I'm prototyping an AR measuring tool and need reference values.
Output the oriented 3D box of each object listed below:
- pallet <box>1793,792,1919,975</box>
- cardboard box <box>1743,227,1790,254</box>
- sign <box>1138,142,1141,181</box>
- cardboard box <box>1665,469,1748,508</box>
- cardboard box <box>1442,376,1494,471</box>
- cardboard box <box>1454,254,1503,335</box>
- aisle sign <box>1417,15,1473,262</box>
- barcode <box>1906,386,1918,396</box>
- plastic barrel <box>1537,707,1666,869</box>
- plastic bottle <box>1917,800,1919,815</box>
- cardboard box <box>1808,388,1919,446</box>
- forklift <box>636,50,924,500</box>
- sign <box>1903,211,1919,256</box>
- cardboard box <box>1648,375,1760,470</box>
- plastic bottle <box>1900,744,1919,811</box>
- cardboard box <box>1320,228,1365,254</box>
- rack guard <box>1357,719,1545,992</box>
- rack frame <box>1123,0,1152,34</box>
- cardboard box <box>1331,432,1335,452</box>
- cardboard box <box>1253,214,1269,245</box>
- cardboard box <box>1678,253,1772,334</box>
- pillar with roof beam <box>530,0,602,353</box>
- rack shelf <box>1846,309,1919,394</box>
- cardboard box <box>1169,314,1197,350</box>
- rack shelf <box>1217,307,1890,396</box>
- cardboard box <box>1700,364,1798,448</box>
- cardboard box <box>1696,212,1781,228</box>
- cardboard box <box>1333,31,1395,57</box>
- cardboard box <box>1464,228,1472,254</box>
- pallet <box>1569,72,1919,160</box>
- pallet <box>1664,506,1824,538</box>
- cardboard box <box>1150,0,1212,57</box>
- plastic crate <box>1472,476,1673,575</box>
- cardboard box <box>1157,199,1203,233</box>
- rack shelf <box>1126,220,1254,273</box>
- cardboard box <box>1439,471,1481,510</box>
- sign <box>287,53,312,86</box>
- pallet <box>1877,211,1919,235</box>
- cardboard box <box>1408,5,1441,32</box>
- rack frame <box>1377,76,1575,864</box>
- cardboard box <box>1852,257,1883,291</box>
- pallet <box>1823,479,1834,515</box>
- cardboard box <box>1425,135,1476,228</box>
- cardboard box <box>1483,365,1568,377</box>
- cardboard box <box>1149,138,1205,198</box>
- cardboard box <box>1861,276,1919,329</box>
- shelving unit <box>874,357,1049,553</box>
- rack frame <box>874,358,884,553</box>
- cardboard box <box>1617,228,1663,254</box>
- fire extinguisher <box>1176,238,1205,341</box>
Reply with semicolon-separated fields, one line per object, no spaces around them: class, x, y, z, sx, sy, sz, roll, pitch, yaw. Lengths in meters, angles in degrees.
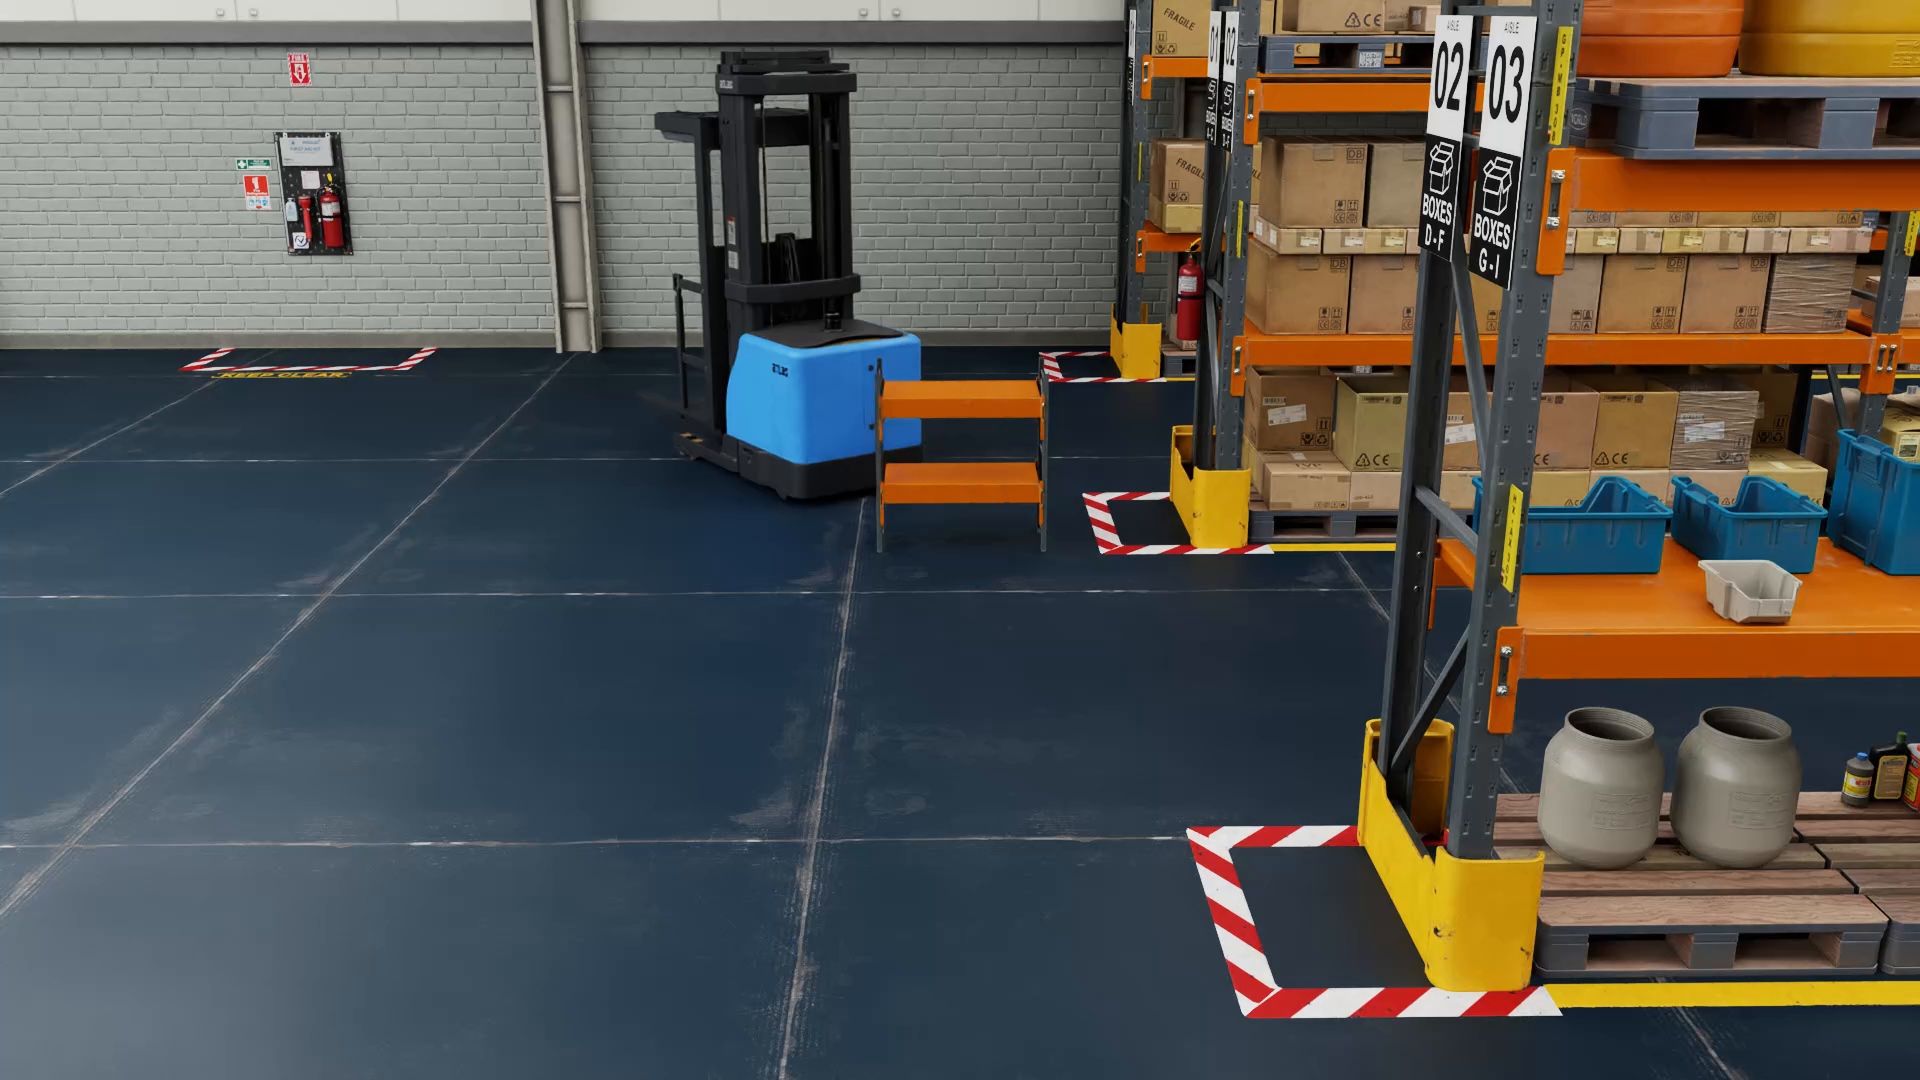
pallet;3.825;1.265;6.260;1.213;0.211;1.003;0;18;-1
cardboard box;4.868;-1.860;10.211;0.250;0.149;0.380;-1;18;-2
sign;1.573;-3.313;14.549;0.005;0.325;0.100;0;18;-1
cardboard box;4.685;-0.396;10.684;0.500;0.250;0.500;0;18;-1
cardboard box;3.185;-0.746;10.548;0.500;0.500;0.500;0;18;-1
cardboard box;3.134;-1.605;10.475;0.500;0.500;0.700;0;18;0
aisle sign;1.644;-1.369;5.650;0.004;0.787;0.394;0;18;-1
barcode;5.907;-0.924;10.317;0.075;0.075;0.001;0;18;-1
plastic barrel;2.377;0.917;6.164;0.421;0.512;0.421;0;18;0
plastic bottle;3.804;0.940;6.434;0.133;0.283;0.061;0;18;-1
cardboard box;6.046;-0.820;11.090;0.500;0.311;0.500;0;18;-1
forklift;-1.504;-2.061;12.174;1.130;2.935;3.031;-12;21;-33
sign;5.656;-1.854;9.868;0.005;0.325;0.100;0;18;-1
cardboard box;4.685;-0.753;10.571;0.500;0.500;0.500;0;18;-1
plastic bottle;3.802;0.911;6.537;0.135;0.276;0.152;0;18;0
cardboard box;2.306;-1.849;10.174;0.250;0.149;0.380;-1;18;-2
rack guard;1.796;1.134;6.193;0.348;0.500;1.175;0;18;-1
rack frame;1.564;-5.924;14.281;0.127;3.000;1.000;0;18;-1
cardboard box;2.677;-0.544;11.145;0.500;0.250;0.500;0;18;-1
cardboard box;2.025;-1.970;10.554;0.250;0.149;0.380;-1;18;-2
cardboard box;4.675;-1.612;10.499;0.500;0.500;0.700;0;18;-1
pillar with roof beam;-3.681;-4.847;10.926;0.400;9.000;9.100;0;18;-1
rack shelf;7.645;-1.240;10.681;4.000;0.370;1.077;0;18;-1
cardboard box;2.257;-1.972;15.466;0.500;0.311;0.500;-2;18;-7
rack shelf;3.646;-1.221;10.621;4.000;0.370;1.077;0;18;-1
cardboard box;5.177;-0.914;11.074;0.500;0.500;0.500;0;18;-1
cardboard box;4.697;-2.232;10.306;0.500;0.500;0.700;0;18;-1
cardboard box;3.494;-4.482;14.502;0.500;0.500;0.500;1;18;3
cardboard box;3.074;-1.852;10.185;0.250;0.149;0.380;-1;18;-3
pallet;2.549;-1.354;5.255;1.213;0.211;1.003;0;18;-1
pallet;4.850;-0.254;10.995;1.213;0.211;1.003;0;18;-1
cardboard box;1.902;-4.478;14.488;0.500;0.500;0.500;0;18;1
plastic crate;2.216;-0.064;6.080;0.616;0.251;0.499;0;18;-1
cardboard box;2.057;-2.910;14.922;0.500;0.250;0.500;-1;18;-2
rack shelf;3.564;-2.734;15.337;4.000;0.370;1.077;0;18;-1
cardboard box;3.185;-0.385;10.651;0.500;0.250;0.500;0;18;-1
sign;-6.230;-4.439;15.681;0.199;0.298;0.001;0;18;-1
pallet;8.852;-2.978;15.235;1.003;0.211;1.213;0;18;-1
cardboard box;2.825;-3.081;9.826;0.250;0.149;0.380;0;18;-1
rack frame;1.720;-0.041;5.765;0.127;3.000;1.000;0;18;-1
cardboard box;8.273;-2.479;15.508;0.500;0.250;0.500;0;18;0
pallet;6.381;-0.261;11.015;1.213;0.211;1.003;0;18;-1
cardboard box;3.196;-2.225;10.285;0.500;0.500;0.700;0;18;-1
cardboard box;3.677;-0.906;11.049;0.500;0.500;0.500;0;18;-1
cardboard box;2.032;-3.429;15.312;0.500;0.500;0.500;0;18;-1
cardboard box;6.137;-1.518;10.613;0.500;0.250;0.500;1;18;3
shelving unit;0.007;-0.536;10.376;1.048;1.125;0.538;0;18;-1
rack frame;-0.502;-0.533;10.368;0.032;1.125;0.500;0;18;-1
cardboard box;4.107;-1.857;10.201;0.250;0.149;0.380;0;18;1
fire extinguisher;1.520;-1.658;10.933;0.183;0.674;0.296;0;18;-1
